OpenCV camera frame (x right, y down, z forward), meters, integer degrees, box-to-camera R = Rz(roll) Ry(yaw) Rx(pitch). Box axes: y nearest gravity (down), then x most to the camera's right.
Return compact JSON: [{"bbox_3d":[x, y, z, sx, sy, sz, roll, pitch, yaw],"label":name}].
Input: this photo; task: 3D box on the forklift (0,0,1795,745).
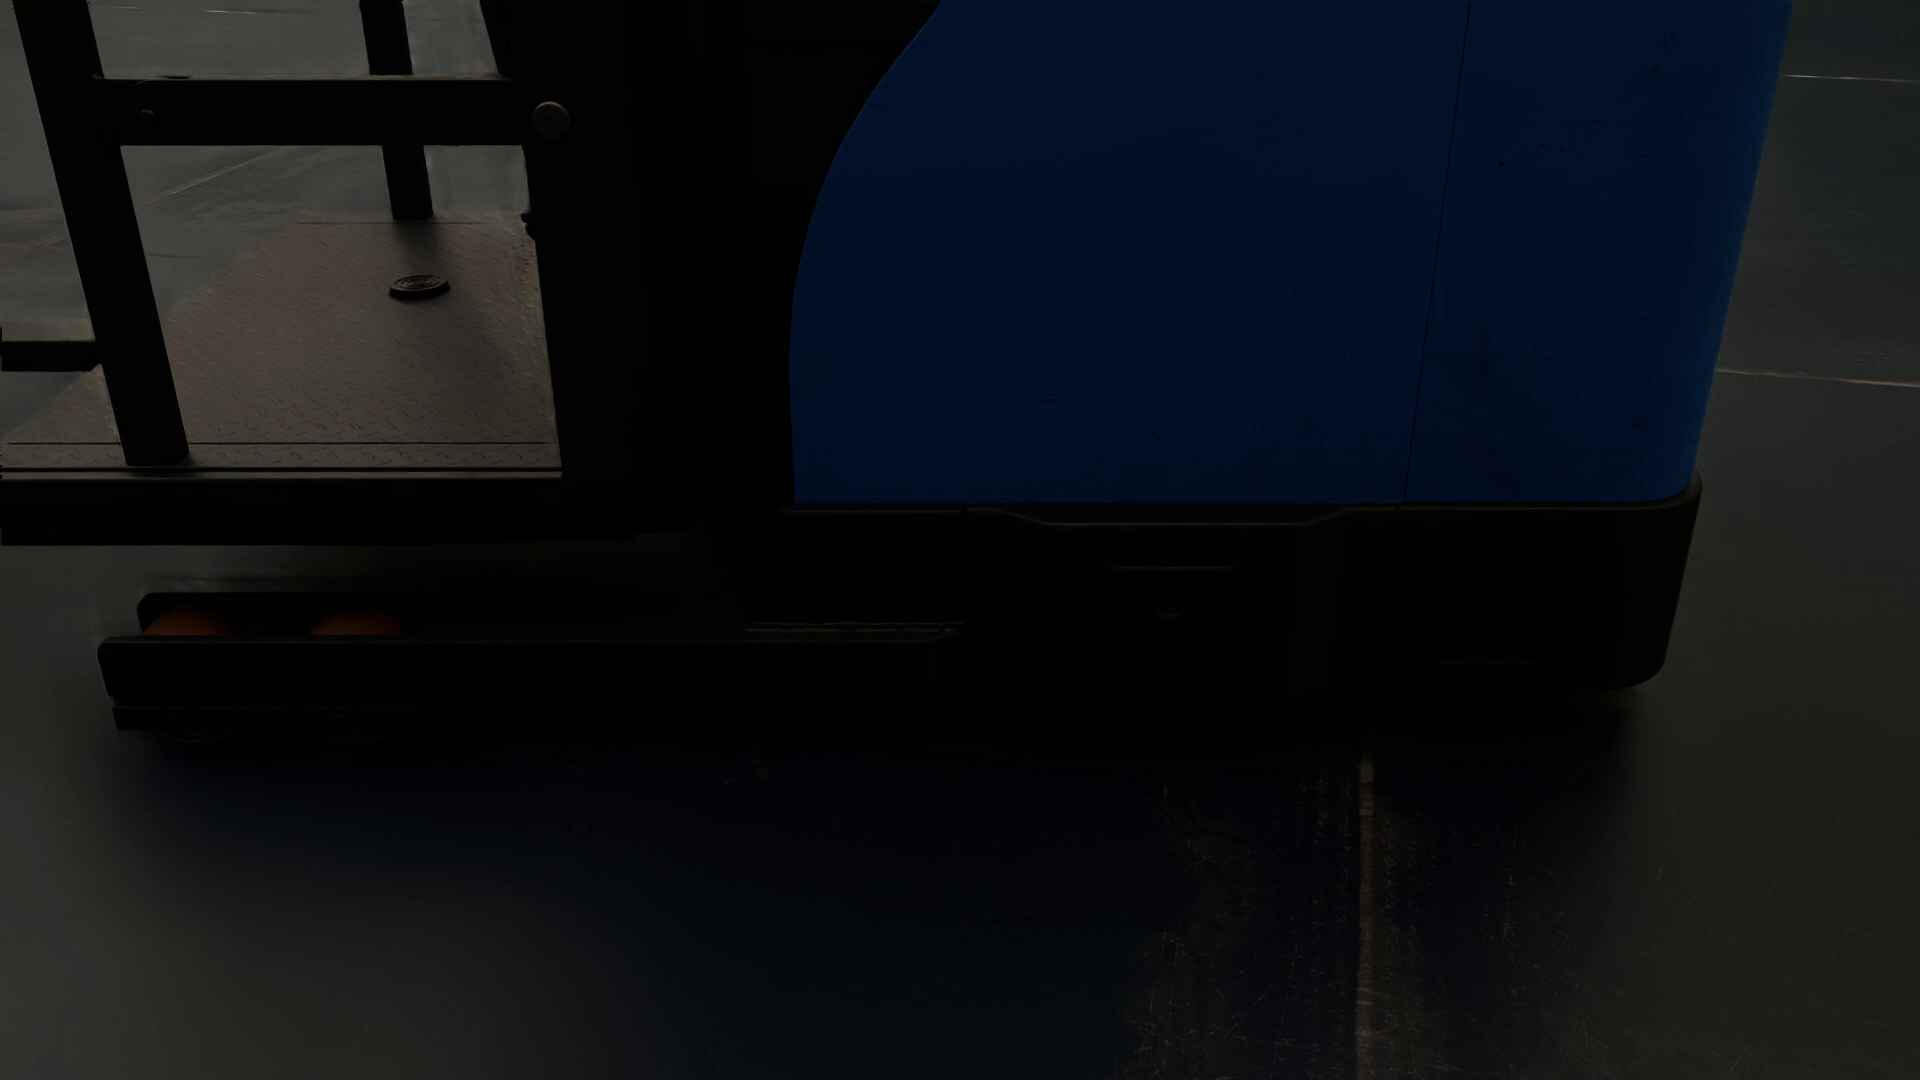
[{"bbox_3d":[-0.642,-1.301,1.824,3.031,2.935,1.130,0,27,0],"label":"forklift"}]
